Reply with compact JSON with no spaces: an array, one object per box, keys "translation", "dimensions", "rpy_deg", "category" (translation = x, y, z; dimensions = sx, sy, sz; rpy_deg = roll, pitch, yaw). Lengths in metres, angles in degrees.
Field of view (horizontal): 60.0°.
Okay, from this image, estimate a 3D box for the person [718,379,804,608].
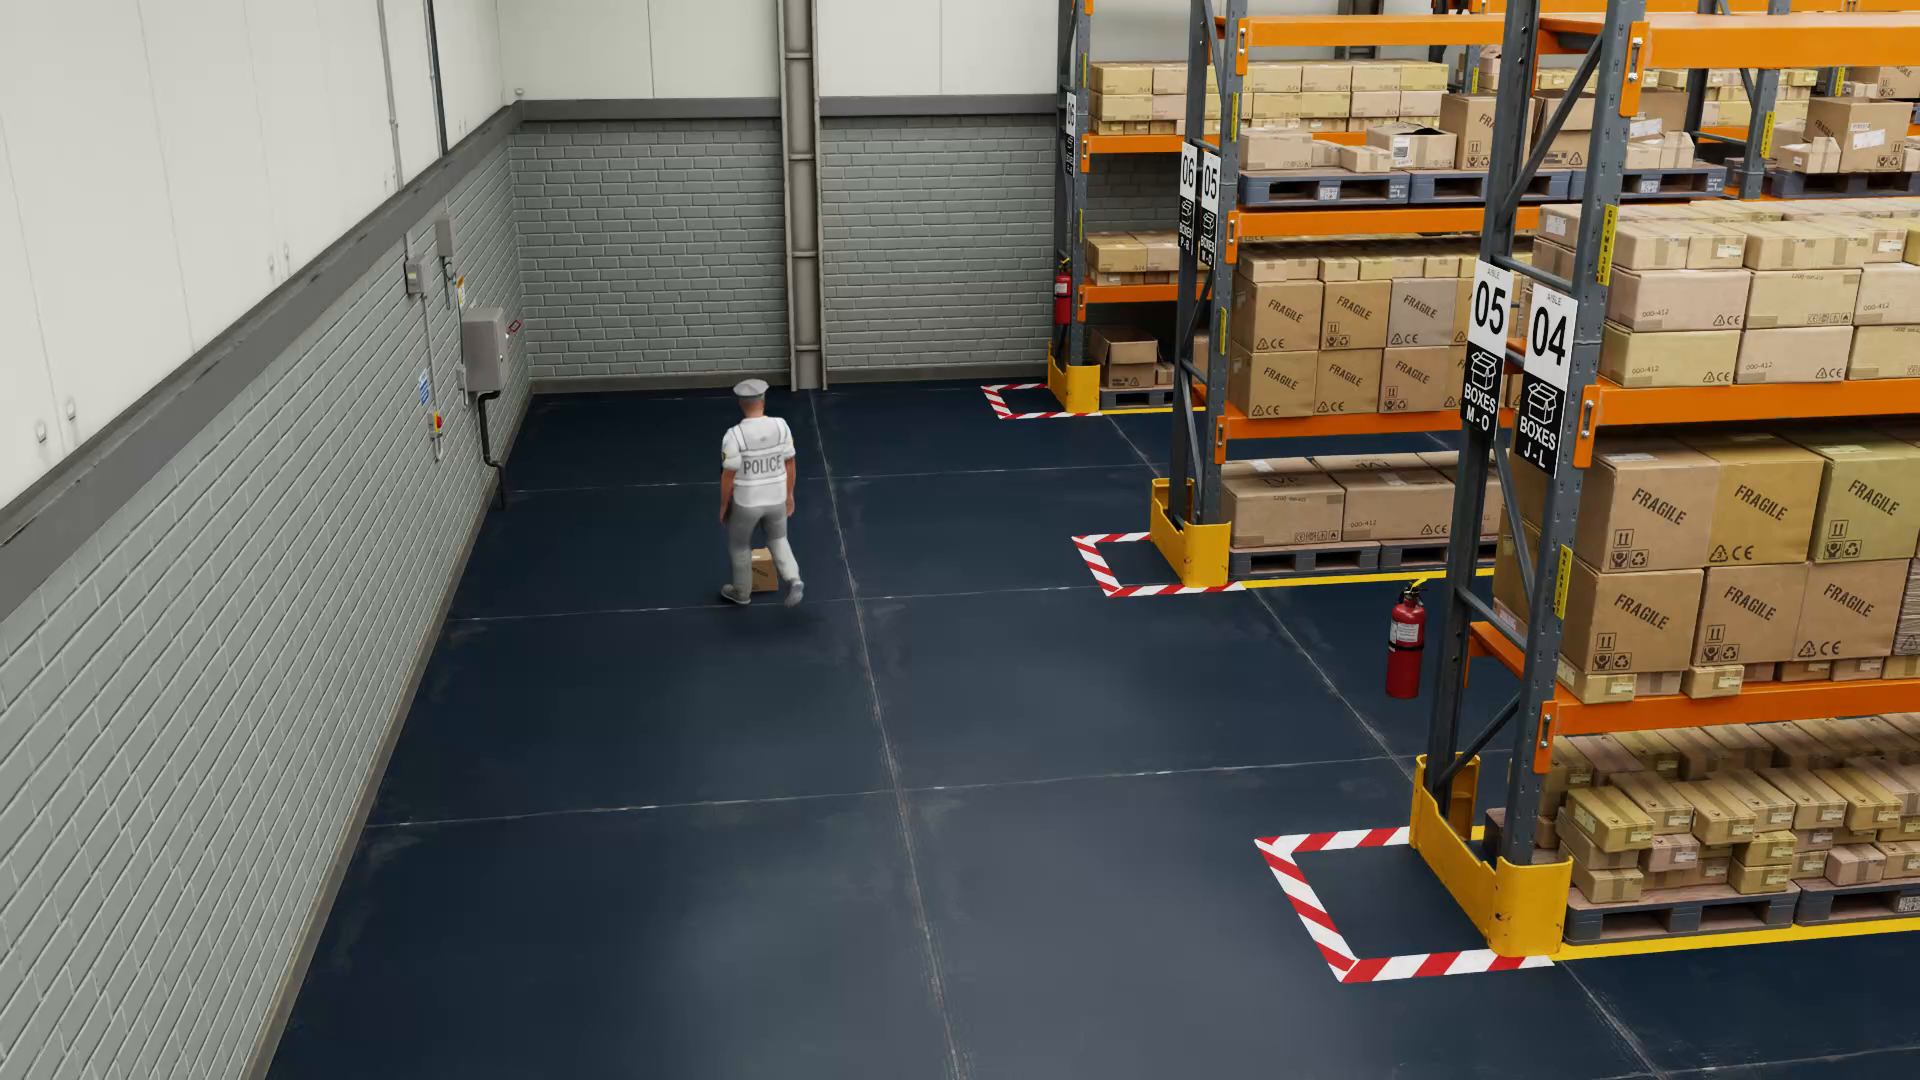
[{"translation":[-1.474,-0.319,11.959],"dimensions":[0.567,1.723,0.807],"rpy_deg":[-10,22,-27],"category":"person"}]
